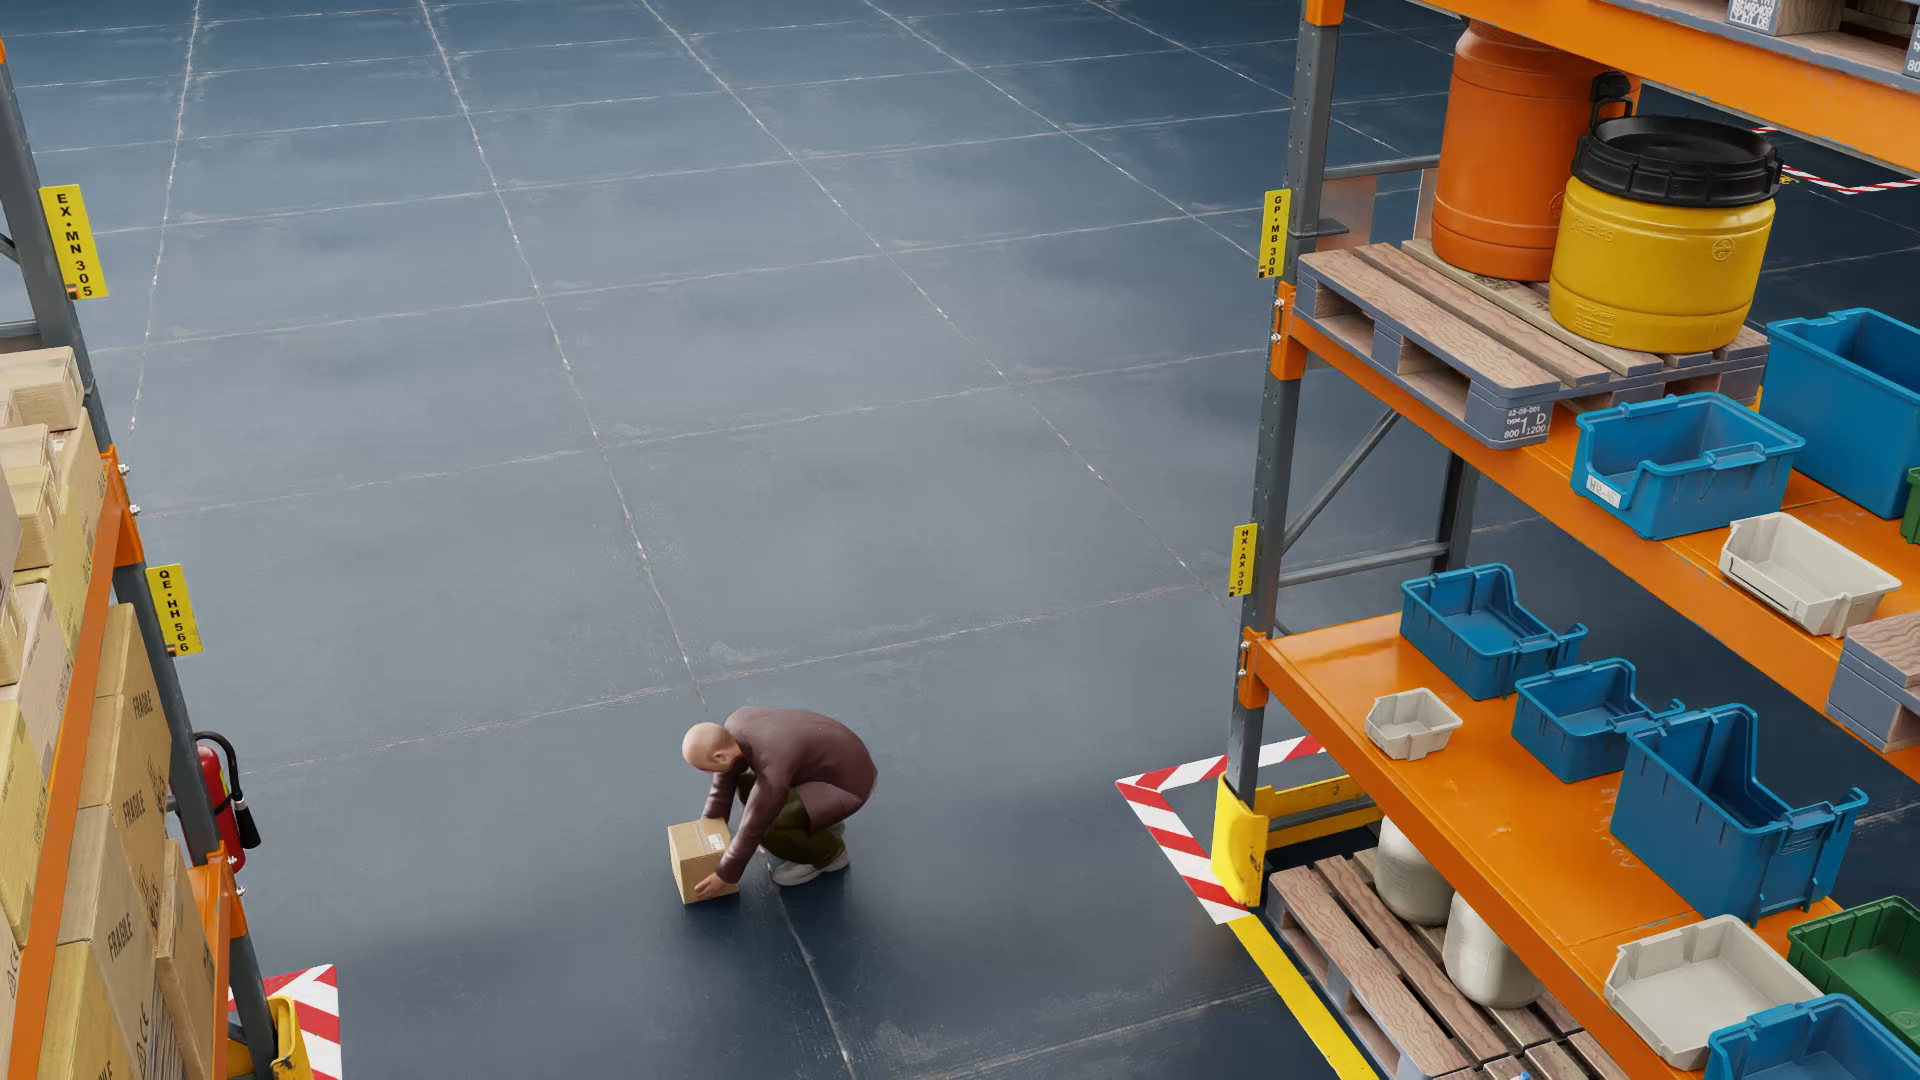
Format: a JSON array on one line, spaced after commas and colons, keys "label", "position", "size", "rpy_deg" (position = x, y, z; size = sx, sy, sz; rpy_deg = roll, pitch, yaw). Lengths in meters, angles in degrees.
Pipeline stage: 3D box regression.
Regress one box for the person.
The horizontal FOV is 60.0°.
[{"label": "person", "position": [-0.801, 1.087, 7.353], "size": [0.899, 0.886, 0.600], "rpy_deg": [-10, 31, -17]}]
